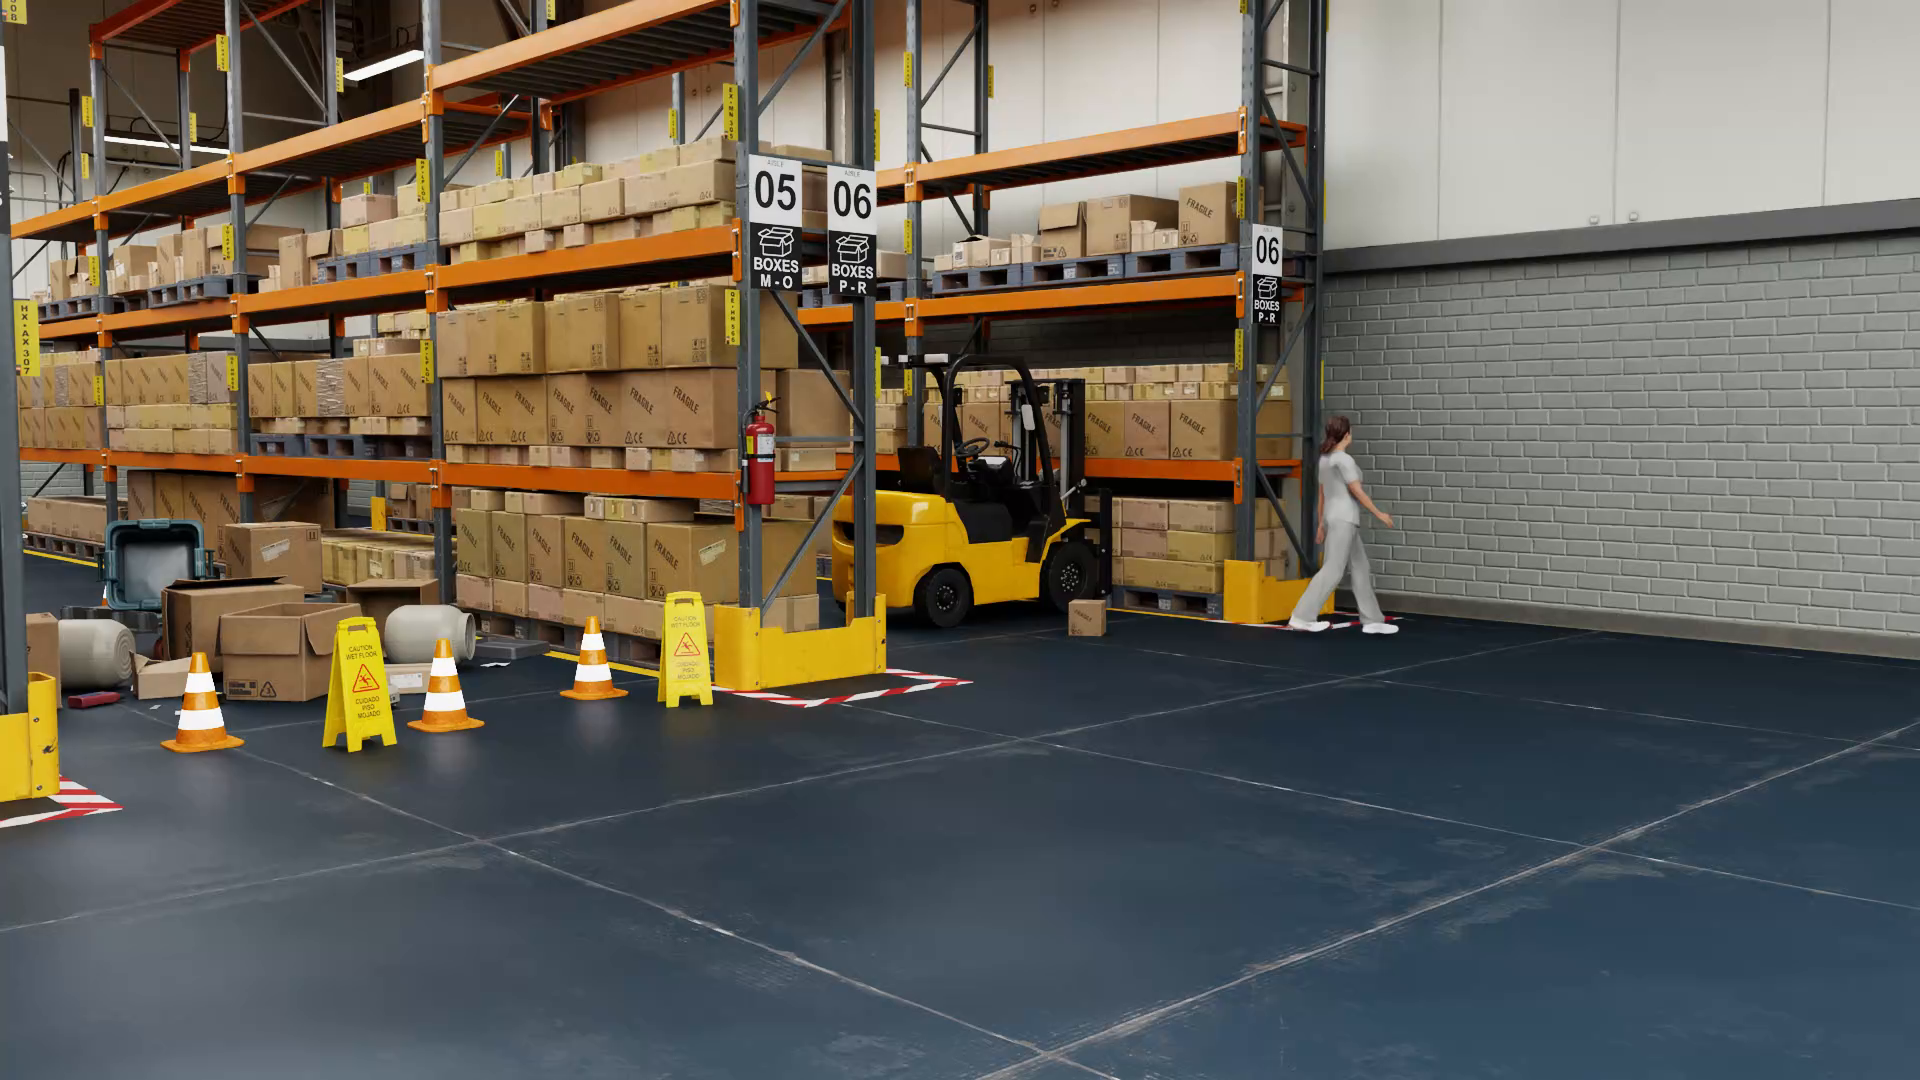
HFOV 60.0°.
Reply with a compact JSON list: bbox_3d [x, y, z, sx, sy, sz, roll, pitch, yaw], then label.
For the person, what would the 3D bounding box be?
[{"bbox_3d":[2.844,-0.142,12.512,0.743,1.576,0.479,-1,4,-7],"label":"person"}]
